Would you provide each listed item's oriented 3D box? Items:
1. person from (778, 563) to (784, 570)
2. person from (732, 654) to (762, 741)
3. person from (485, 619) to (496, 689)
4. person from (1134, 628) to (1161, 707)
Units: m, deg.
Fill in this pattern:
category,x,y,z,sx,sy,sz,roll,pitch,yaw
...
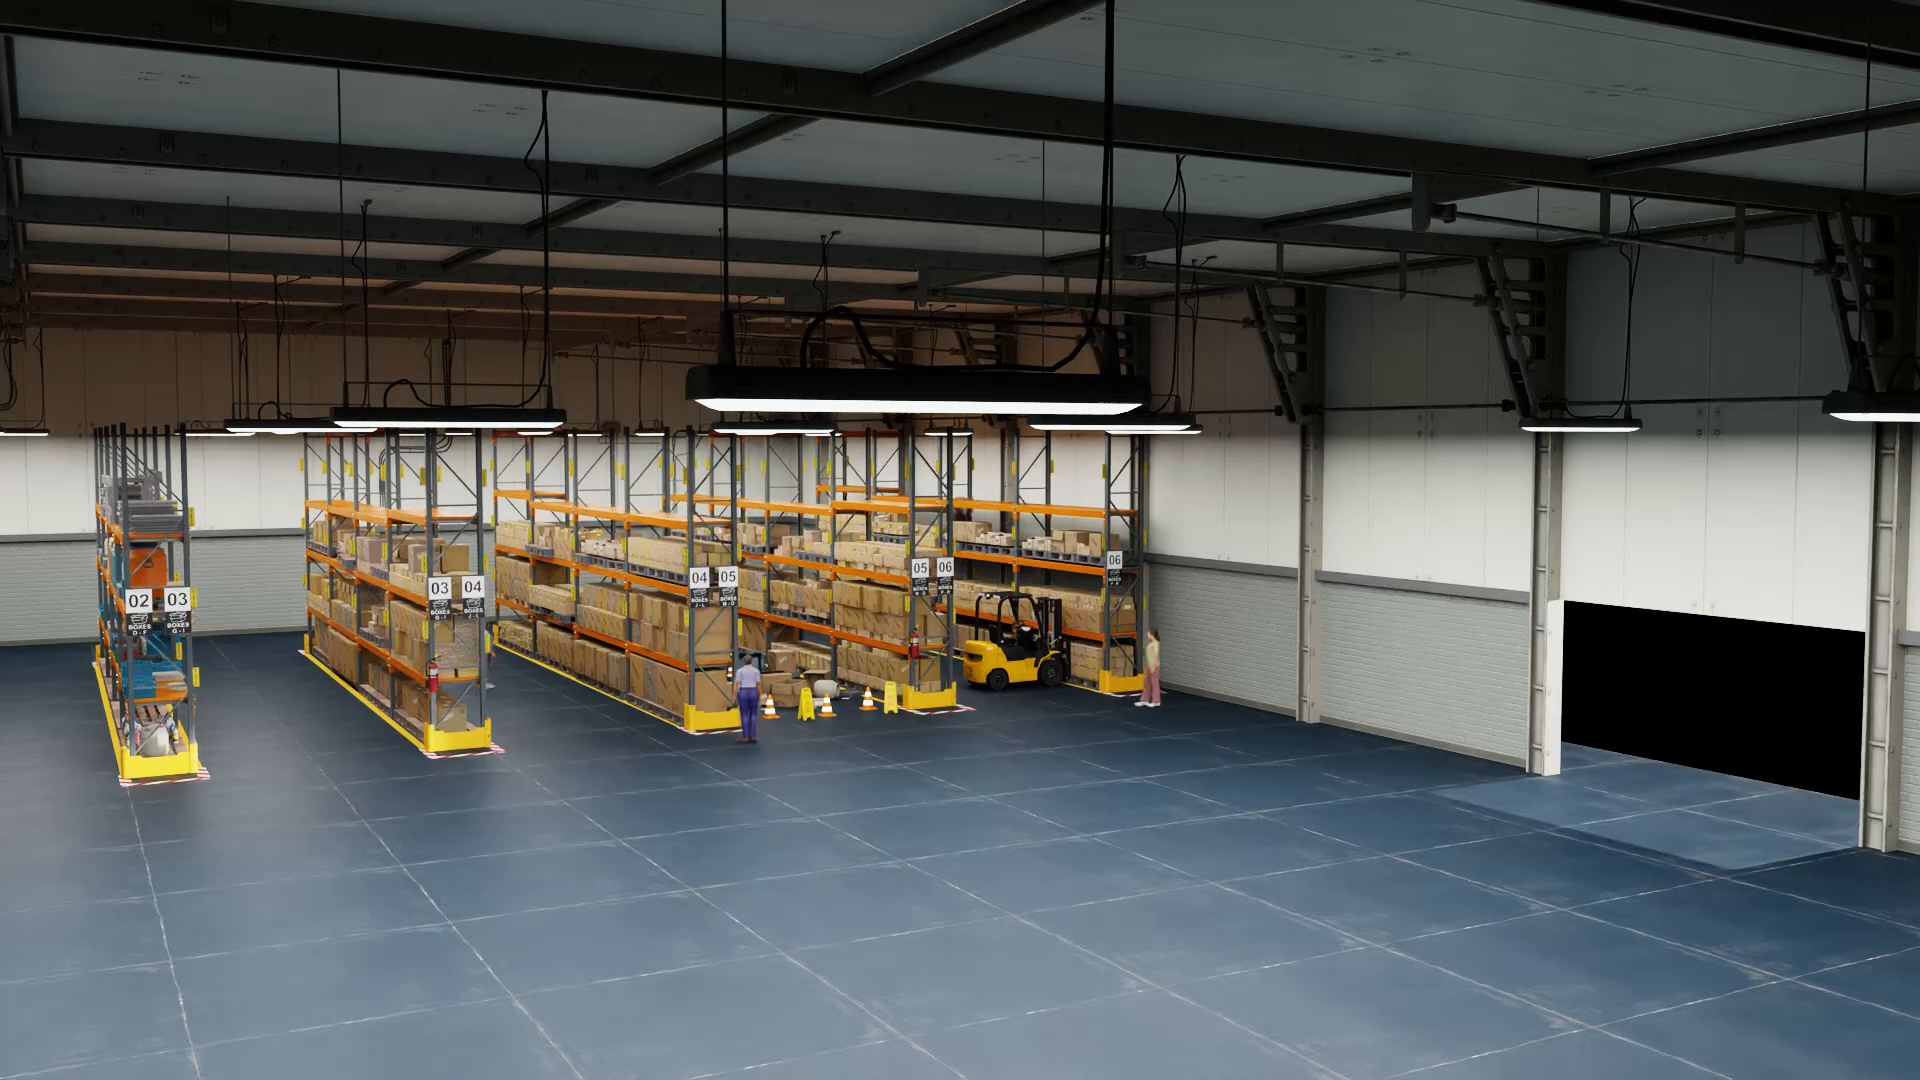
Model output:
category,x,y,z,sx,sy,sz,roll,pitch,yaw
person,-5.697,1.631,53.003,0.650,1.775,0.542,0,3,4
person,-4.029,3.001,31.507,0.549,1.675,0.410,-1,4,-14
person,-10.827,2.666,38.232,0.459,1.526,0.564,0,3,8
person,4.044,2.730,35.572,0.503,1.683,0.494,-1,4,-15
